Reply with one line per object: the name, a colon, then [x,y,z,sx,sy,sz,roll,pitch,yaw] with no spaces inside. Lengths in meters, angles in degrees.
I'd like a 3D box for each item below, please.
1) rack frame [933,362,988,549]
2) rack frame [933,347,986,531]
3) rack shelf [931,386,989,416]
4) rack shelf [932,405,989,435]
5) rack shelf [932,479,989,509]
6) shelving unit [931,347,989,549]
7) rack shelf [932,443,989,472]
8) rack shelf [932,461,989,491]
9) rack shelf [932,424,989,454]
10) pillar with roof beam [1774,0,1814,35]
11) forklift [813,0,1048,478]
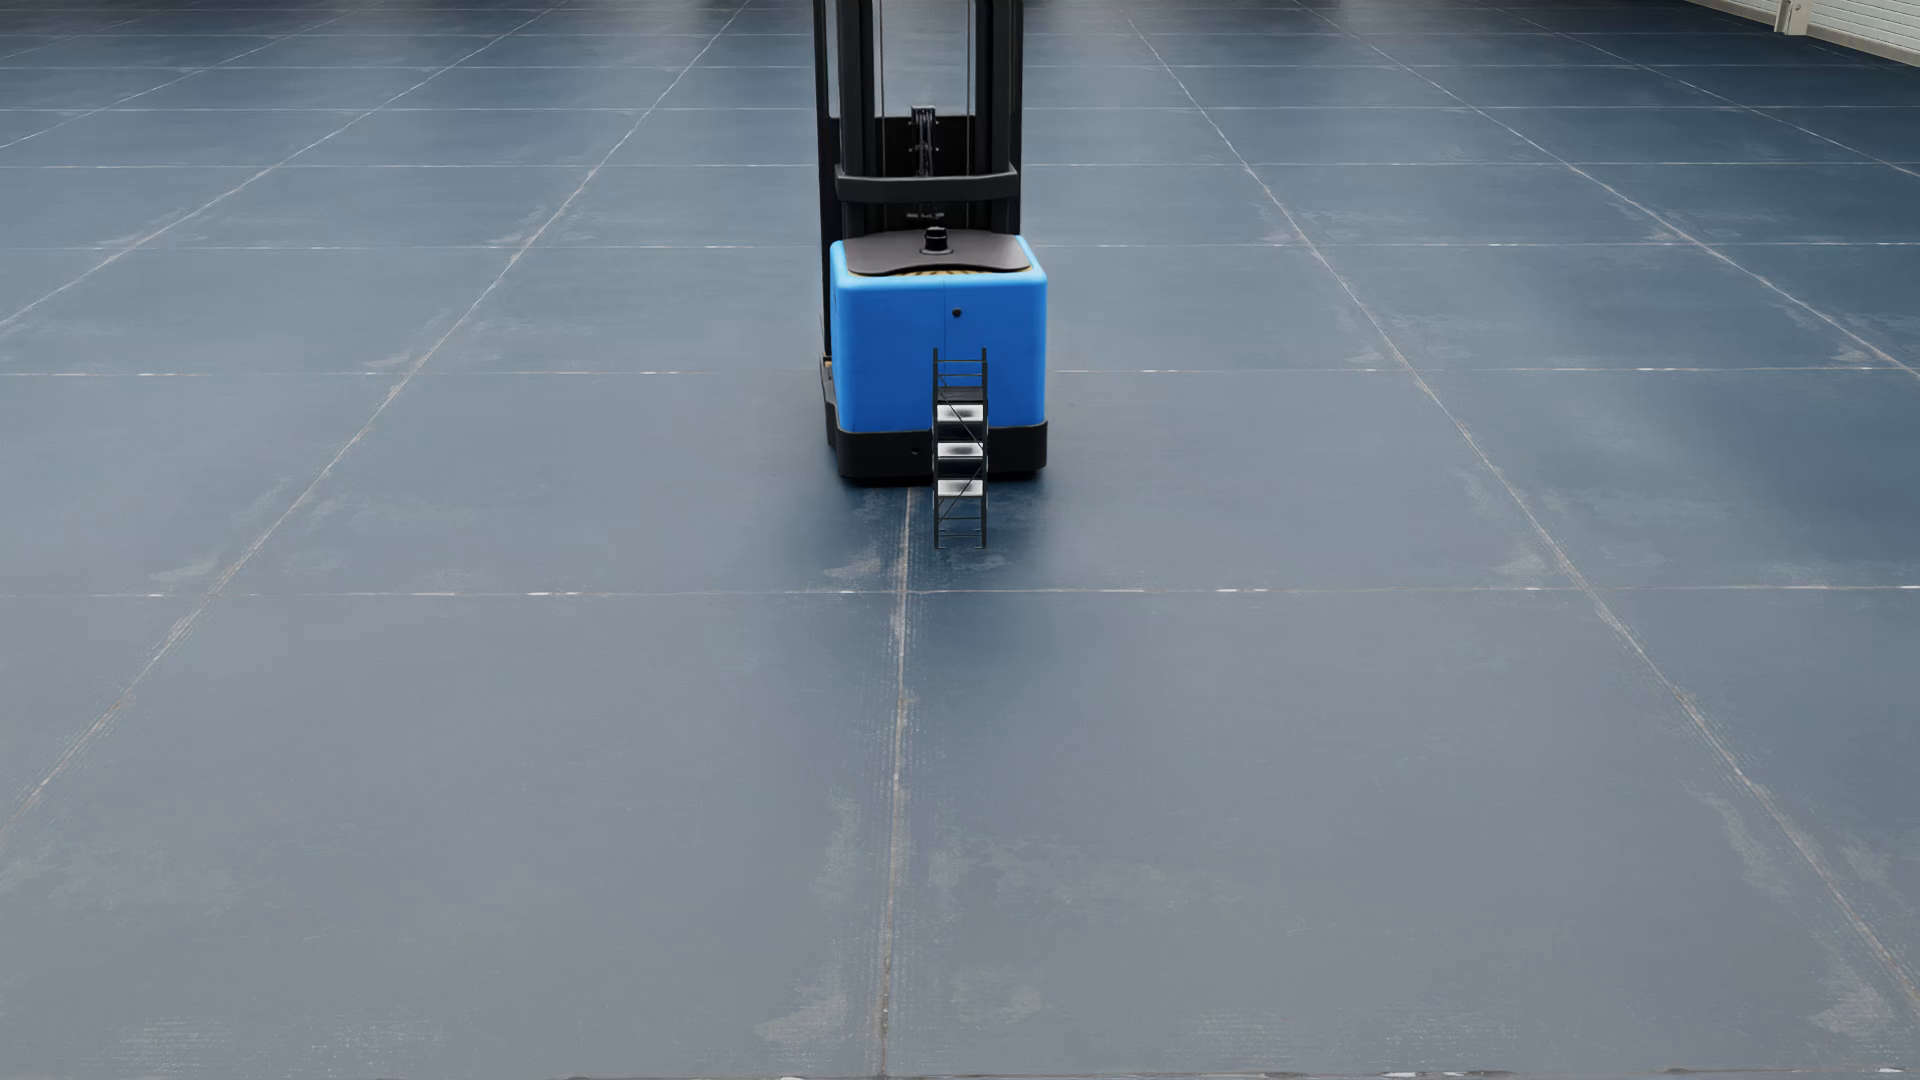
rack frame: [0.001,-0.371,7.479,0.240,0.900,0.006,0,24,-1]
rack frame: [-0.001,-0.455,7.665,0.240,0.900,0.006,0,24,-1]
rack shelf: [0.000,-0.629,7.474,0.258,0.077,0.200,0,24,-1]
rack shelf: [0.000,-0.547,7.512,0.258,0.077,0.200,0,24,-1]
rack shelf: [0.000,-0.219,7.660,0.258,0.077,0.200,0,24,-1]
shelving unit: [0.000,-0.413,7.572,0.258,0.900,0.210,0,24,-1]
rack shelf: [0.000,-0.383,7.586,0.258,0.077,0.200,0,24,-1]
rack shelf: [0.000,-0.301,7.623,0.258,0.077,0.200,0,24,-1]
rack shelf: [0.000,-0.465,7.549,0.258,0.077,0.200,0,24,-1]
pillar with roof beam: [7.571,-11.328,21.876,9.100,9.000,0.400,0,24,-1]
forklift: [-0.244,-2.215,9.090,1.130,2.935,3.031,-3,24,-6]
